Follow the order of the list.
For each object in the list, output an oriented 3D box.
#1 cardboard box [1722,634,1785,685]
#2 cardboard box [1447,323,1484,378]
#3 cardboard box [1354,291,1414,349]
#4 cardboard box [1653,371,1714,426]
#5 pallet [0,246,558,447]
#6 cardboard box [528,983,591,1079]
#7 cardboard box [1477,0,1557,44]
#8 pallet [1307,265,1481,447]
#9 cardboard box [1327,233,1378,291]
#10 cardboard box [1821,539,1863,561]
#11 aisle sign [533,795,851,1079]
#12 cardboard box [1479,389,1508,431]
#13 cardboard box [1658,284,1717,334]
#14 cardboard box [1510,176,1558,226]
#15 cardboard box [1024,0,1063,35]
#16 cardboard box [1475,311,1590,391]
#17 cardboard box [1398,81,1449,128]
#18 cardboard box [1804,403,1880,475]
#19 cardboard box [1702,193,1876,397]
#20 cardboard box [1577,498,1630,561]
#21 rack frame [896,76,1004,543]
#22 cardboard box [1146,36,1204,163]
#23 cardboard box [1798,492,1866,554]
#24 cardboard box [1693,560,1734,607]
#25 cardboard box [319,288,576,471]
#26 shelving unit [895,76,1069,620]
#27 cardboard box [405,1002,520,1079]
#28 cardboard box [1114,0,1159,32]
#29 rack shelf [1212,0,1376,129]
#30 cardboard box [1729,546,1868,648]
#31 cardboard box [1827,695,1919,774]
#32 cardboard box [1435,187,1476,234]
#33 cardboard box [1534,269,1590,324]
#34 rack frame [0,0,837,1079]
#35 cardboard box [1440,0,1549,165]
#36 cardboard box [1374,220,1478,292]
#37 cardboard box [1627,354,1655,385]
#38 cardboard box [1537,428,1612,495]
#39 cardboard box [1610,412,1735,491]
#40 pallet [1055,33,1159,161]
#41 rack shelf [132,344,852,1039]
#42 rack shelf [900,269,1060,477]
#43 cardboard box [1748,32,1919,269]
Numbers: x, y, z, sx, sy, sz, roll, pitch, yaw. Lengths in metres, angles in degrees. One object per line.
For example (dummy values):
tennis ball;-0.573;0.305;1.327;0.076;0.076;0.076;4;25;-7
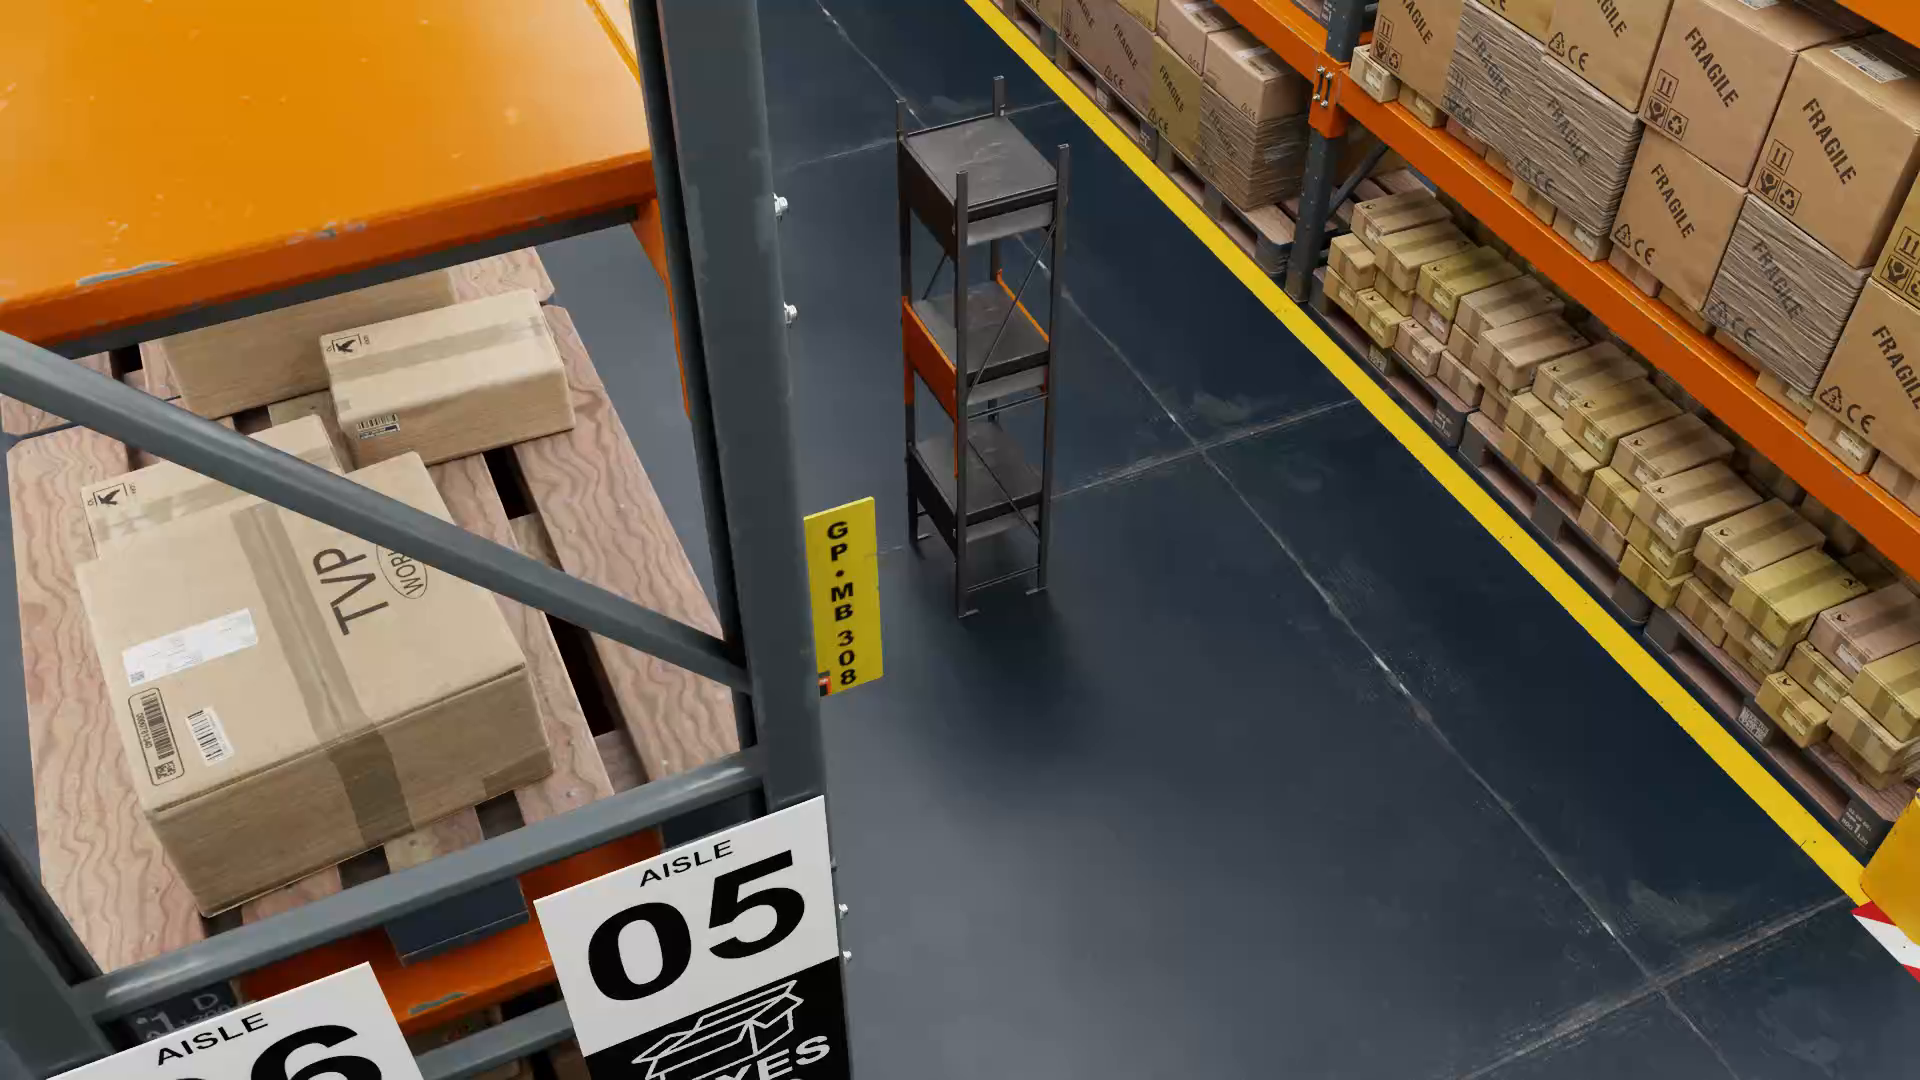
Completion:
cardboard box;3.150;0.384;6.325;0.380;0.149;0.250;-18;47;-18
cardboard box;2.408;-0.892;7.406;0.380;0.149;0.250;-20;48;-19
cardboard box;2.085;-1.067;7.795;0.380;0.149;0.250;-17;47;-16
cardboard box;3.118;-0.625;6.924;0.380;0.149;0.250;-18;47;-17
pallet;-1.493;-0.638;3.557;1.003;0.211;1.213;-18;47;-17
cardboard box;-0.598;0.865;3.324;0.500;0.500;0.500;-19;48;-18
cardboard box;2.312;-2.241;6.259;0.500;0.500;0.500;-19;48;-19
pallet;2.426;-1.019;8.001;1.003;0.211;1.213;-18;47;-17
cardboard box;1.974;-1.344;7.864;0.380;0.149;0.250;-16;47;-16
cardboard box;3.550;-0.047;6.549;0.380;0.149;0.250;-17;47;-16
aisle sign;-0.361;0.681;2.442;0.394;0.787;0.004;-18;47;-17
cardboard box;2.534;-0.616;7.338;0.380;0.149;0.250;-20;48;-19
cardboard box;2.812;-0.926;6.100;0.380;0.149;0.250;-17;47;-17
cardboard box;2.426;-1.410;6.591;0.380;0.149;0.250;-17;47;-17
cardboard box;0.711;-3.392;9.902;0.500;0.500;0.500;-17;47;-17
cardboard box;2.445;-0.809;7.110;0.380;0.149;0.250;-17;47;-17
cardboard box;2.110;-1.920;7.108;0.380;0.149;0.250;-17;47;-16
cardboard box;3.082;-0.395;5.563;0.380;0.149;0.250;-17;47;-16
cardboard box;2.938;-0.882;5.594;0.500;0.500;0.500;-18;47;-17
cardboard box;2.774;-0.094;6.809;0.380;0.149;0.250;-17;47;-17
rack frame;-0.033;-0.797;6.432;0.400;2.100;0.015;-18;47;-17
cardboard box;1.357;-2.413;8.909;0.500;0.500;0.500;-19;48;-18
cardboard box;3.488;-0.133;6.425;0.380;0.149;0.250;-20;48;-19
cardboard box;3.073;0.095;6.406;0.380;0.149;0.250;-19;48;-18
cardboard box;-0.904;-0.278;2.938;0.380;0.149;0.250;-16;47;-16
shelving unit;0.070;-0.642;6.274;0.431;2.100;0.503;-18;47;-17
cardboard box;-0.987;0.854;2.872;0.380;0.149;0.250;-17;47;-17
cardboard box;1.130;-3.020;8.990;0.500;0.250;0.500;-20;48;-19
rack shelf;1.271;-3.447;8.989;1.077;0.370;4.000;-18;47;-17
cardboard box;3.064;0.207;6.081;0.380;0.149;0.250;-19;48;-18
cardboard box;3.313;0.628;5.866;0.380;0.149;0.250;-19;48;-18
cardboard box;2.498;-1.625;7.938;0.380;0.149;0.250;-17;47;-16
cardboard box;2.791;-1.129;7.435;0.380;0.149;0.250;-17;47;-16
rack frame;-0.655;-0.489;1.208;1.000;3.000;0.127;-18;47;-17
cardboard box;2.306;-1.867;6.592;0.500;0.500;0.500;-18;47;-17
cardboard box;2.131;-1.302;7.610;0.380;0.149;0.250;-16;47;-15
cardboard box;3.022;-0.706;7.218;0.380;0.149;0.250;-20;48;-19
cardboard box;2.632;-0.365;6.873;0.380;0.149;0.250;-18;47;-17
cardboard box;2.839;-0.333;6.627;0.380;0.149;0.250;-20;48;-19
pallet;1.266;-2.711;9.716;1.003;0.211;1.213;-18;47;-17
rack shelf;-1.496;-0.440;3.805;1.077;0.370;4.000;-18;47;-17
rack shelf;0.070;-0.632;6.284;0.431;0.518;0.480;-18;47;-17
cardboard box;2.936;-1.247;5.252;0.500;0.500;0.500;-16;47;-15
